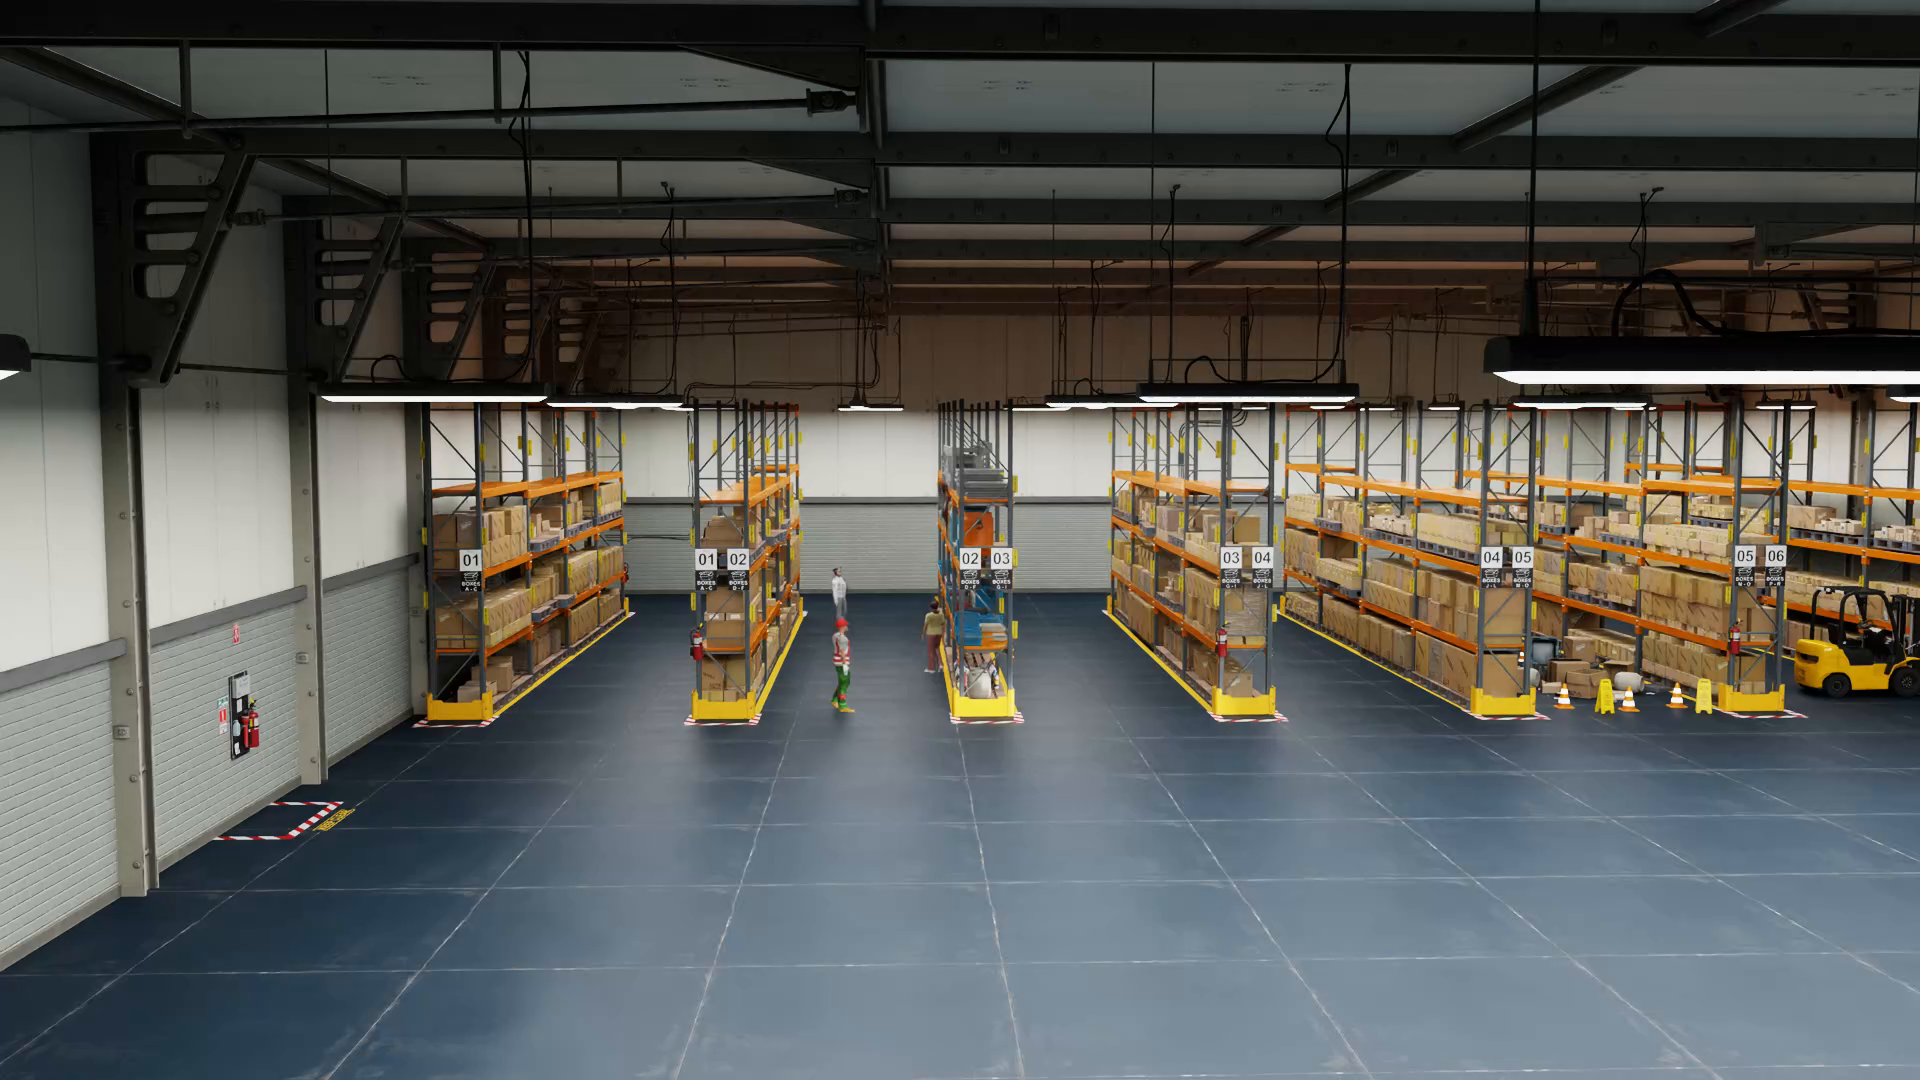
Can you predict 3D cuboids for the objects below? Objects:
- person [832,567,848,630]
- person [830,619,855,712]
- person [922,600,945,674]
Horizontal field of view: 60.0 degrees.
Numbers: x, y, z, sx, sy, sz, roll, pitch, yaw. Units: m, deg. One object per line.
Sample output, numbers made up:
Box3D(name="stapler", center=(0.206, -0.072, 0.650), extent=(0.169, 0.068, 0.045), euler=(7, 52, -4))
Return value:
Box3D(name="person", center=(-3.170, 1.546, 43.963), extent=(0.423, 1.691, 0.531), euler=(2, 5, 19))
Box3D(name="person", center=(-2.265, 2.408, 31.992), extent=(0.435, 1.800, 0.652), euler=(-1, 4, -13))
Box3D(name="person", center=(-0.588, 2.128, 36.517), extent=(0.488, 1.674, 0.534), euler=(-3, 5, -35))
